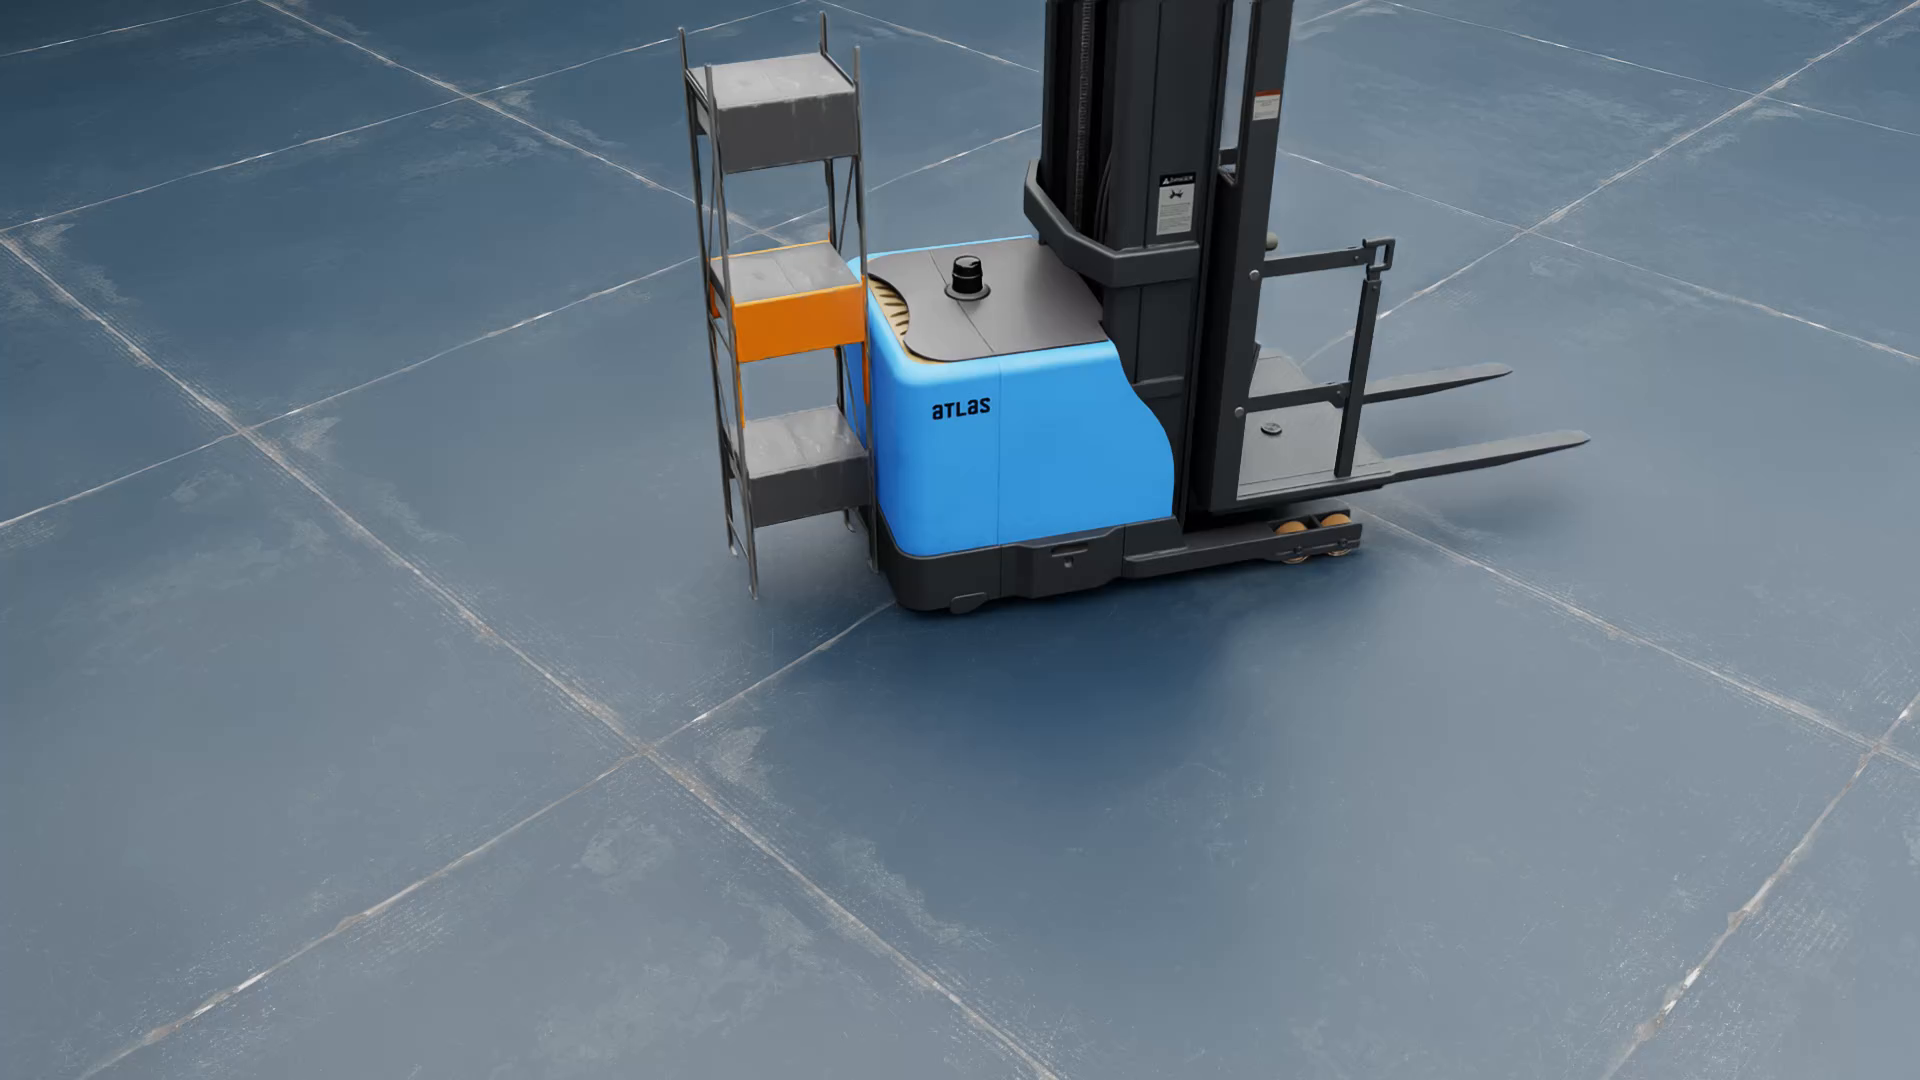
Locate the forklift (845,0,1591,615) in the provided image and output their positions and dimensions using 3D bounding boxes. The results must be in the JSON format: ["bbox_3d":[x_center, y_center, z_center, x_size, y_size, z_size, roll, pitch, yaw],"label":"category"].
[{"bbox_3d":[1.100,-1.389,6.179,3.031,2.935,1.130,-9,36,-13],"label":"forklift"}]

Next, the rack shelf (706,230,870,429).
[{"bbox_3d":[-0.629,-0.770,6.043,0.480,0.518,0.431,-12,37,-17],"label":"rack shelf"}]

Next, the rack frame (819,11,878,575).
[{"bbox_3d":[-0.401,-0.831,6.106,0.015,2.100,0.400,-12,37,-17],"label":"rack frame"}]

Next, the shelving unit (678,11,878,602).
[{"bbox_3d":[-0.629,-0.782,6.035,0.503,2.100,0.431,-12,37,-17],"label":"shelving unit"}]

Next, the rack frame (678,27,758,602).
[{"bbox_3d":[-0.857,-0.732,5.964,0.015,2.100,0.400,-12,37,-17],"label":"rack frame"}]

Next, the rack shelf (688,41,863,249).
[{"bbox_3d":[-0.629,-1.345,5.642,0.480,0.518,0.431,-12,37,-17],"label":"rack shelf"}]

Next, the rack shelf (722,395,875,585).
[{"bbox_3d":[-0.629,-0.196,6.443,0.480,0.518,0.431,-12,37,-17],"label":"rack shelf"}]
